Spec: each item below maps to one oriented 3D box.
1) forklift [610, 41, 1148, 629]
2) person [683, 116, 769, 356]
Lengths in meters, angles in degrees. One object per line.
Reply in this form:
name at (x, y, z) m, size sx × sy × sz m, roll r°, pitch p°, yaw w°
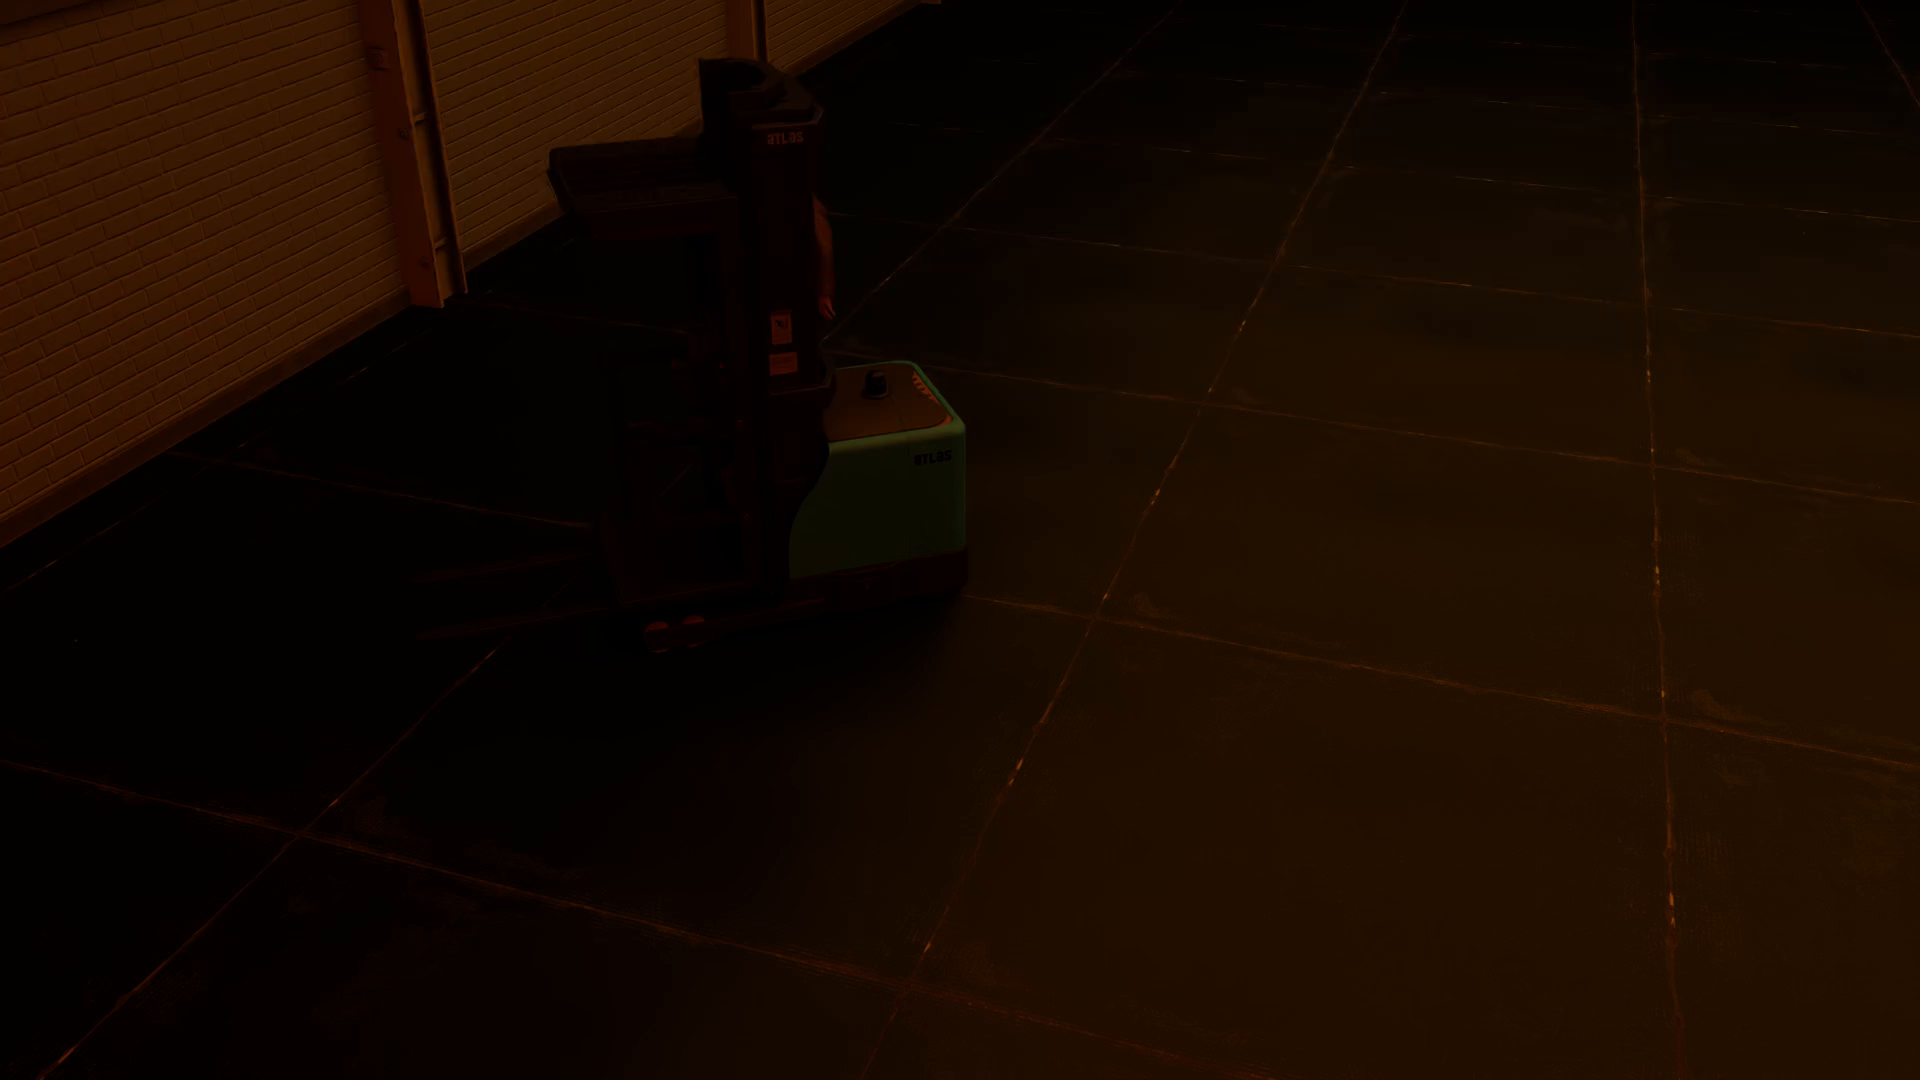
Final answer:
forklift at (-0.467, -1.092, 9.052) m, size 3.031 × 2.935 × 1.130 m, roll -14°, pitch 32°, yaw -23°
person at (-1.742, -2.229, 12.274) m, size 0.674 × 1.810 × 0.599 m, roll -15°, pitch 33°, yaw -24°
